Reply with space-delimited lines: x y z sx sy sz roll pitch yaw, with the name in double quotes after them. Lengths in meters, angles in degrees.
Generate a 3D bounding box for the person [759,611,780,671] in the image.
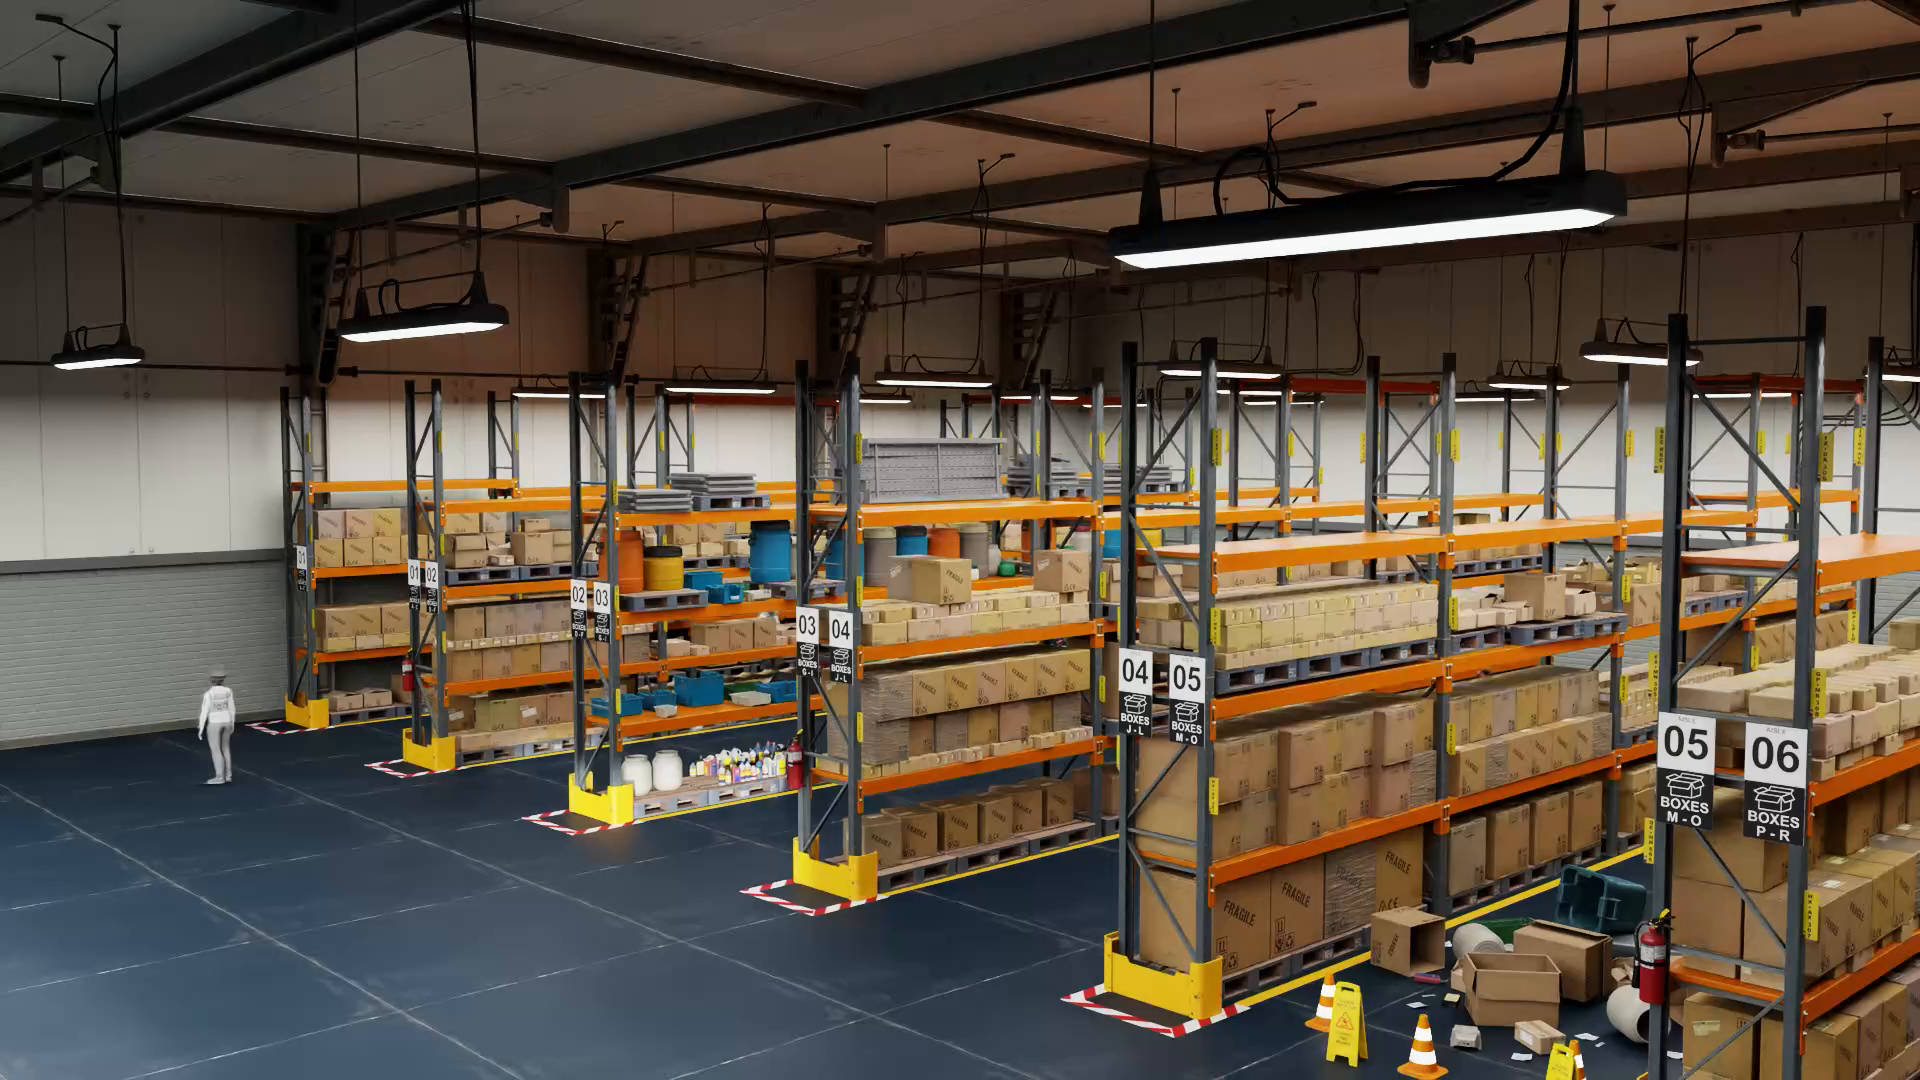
-3.758 2.050 32.820 0.607 1.780 0.361 -3 5 -36 "person"

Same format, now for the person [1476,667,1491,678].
7.808 2.705 25.210 0.563 1.713 0.533 1 4 11 "person"

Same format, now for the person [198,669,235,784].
-10.961 2.767 24.542 0.388 1.720 0.597 2 4 26 "person"
